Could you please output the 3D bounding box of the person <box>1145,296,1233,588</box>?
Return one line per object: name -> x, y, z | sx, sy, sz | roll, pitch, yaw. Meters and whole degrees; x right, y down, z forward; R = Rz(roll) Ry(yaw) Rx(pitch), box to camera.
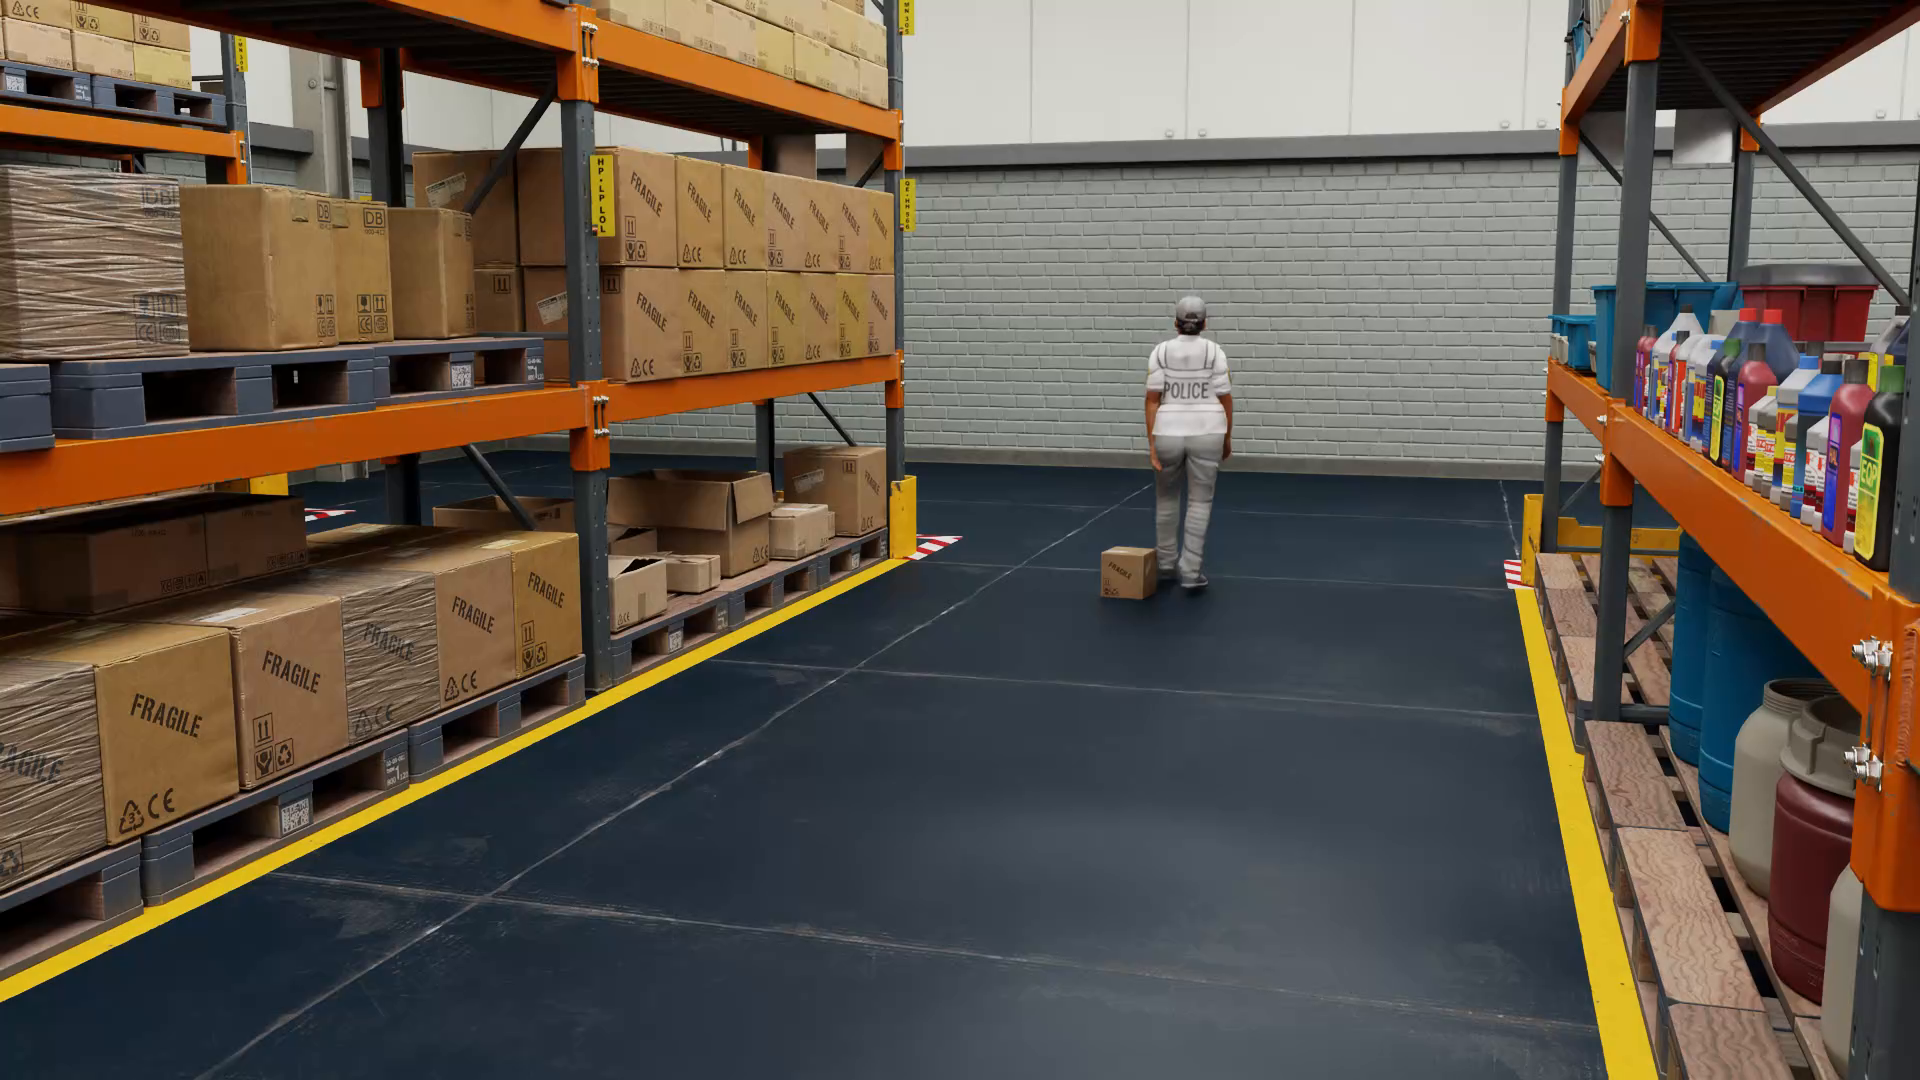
person -> 1.322, -0.533, 9.535 | 0.478, 1.717, 0.670 | 3, 9, 17
